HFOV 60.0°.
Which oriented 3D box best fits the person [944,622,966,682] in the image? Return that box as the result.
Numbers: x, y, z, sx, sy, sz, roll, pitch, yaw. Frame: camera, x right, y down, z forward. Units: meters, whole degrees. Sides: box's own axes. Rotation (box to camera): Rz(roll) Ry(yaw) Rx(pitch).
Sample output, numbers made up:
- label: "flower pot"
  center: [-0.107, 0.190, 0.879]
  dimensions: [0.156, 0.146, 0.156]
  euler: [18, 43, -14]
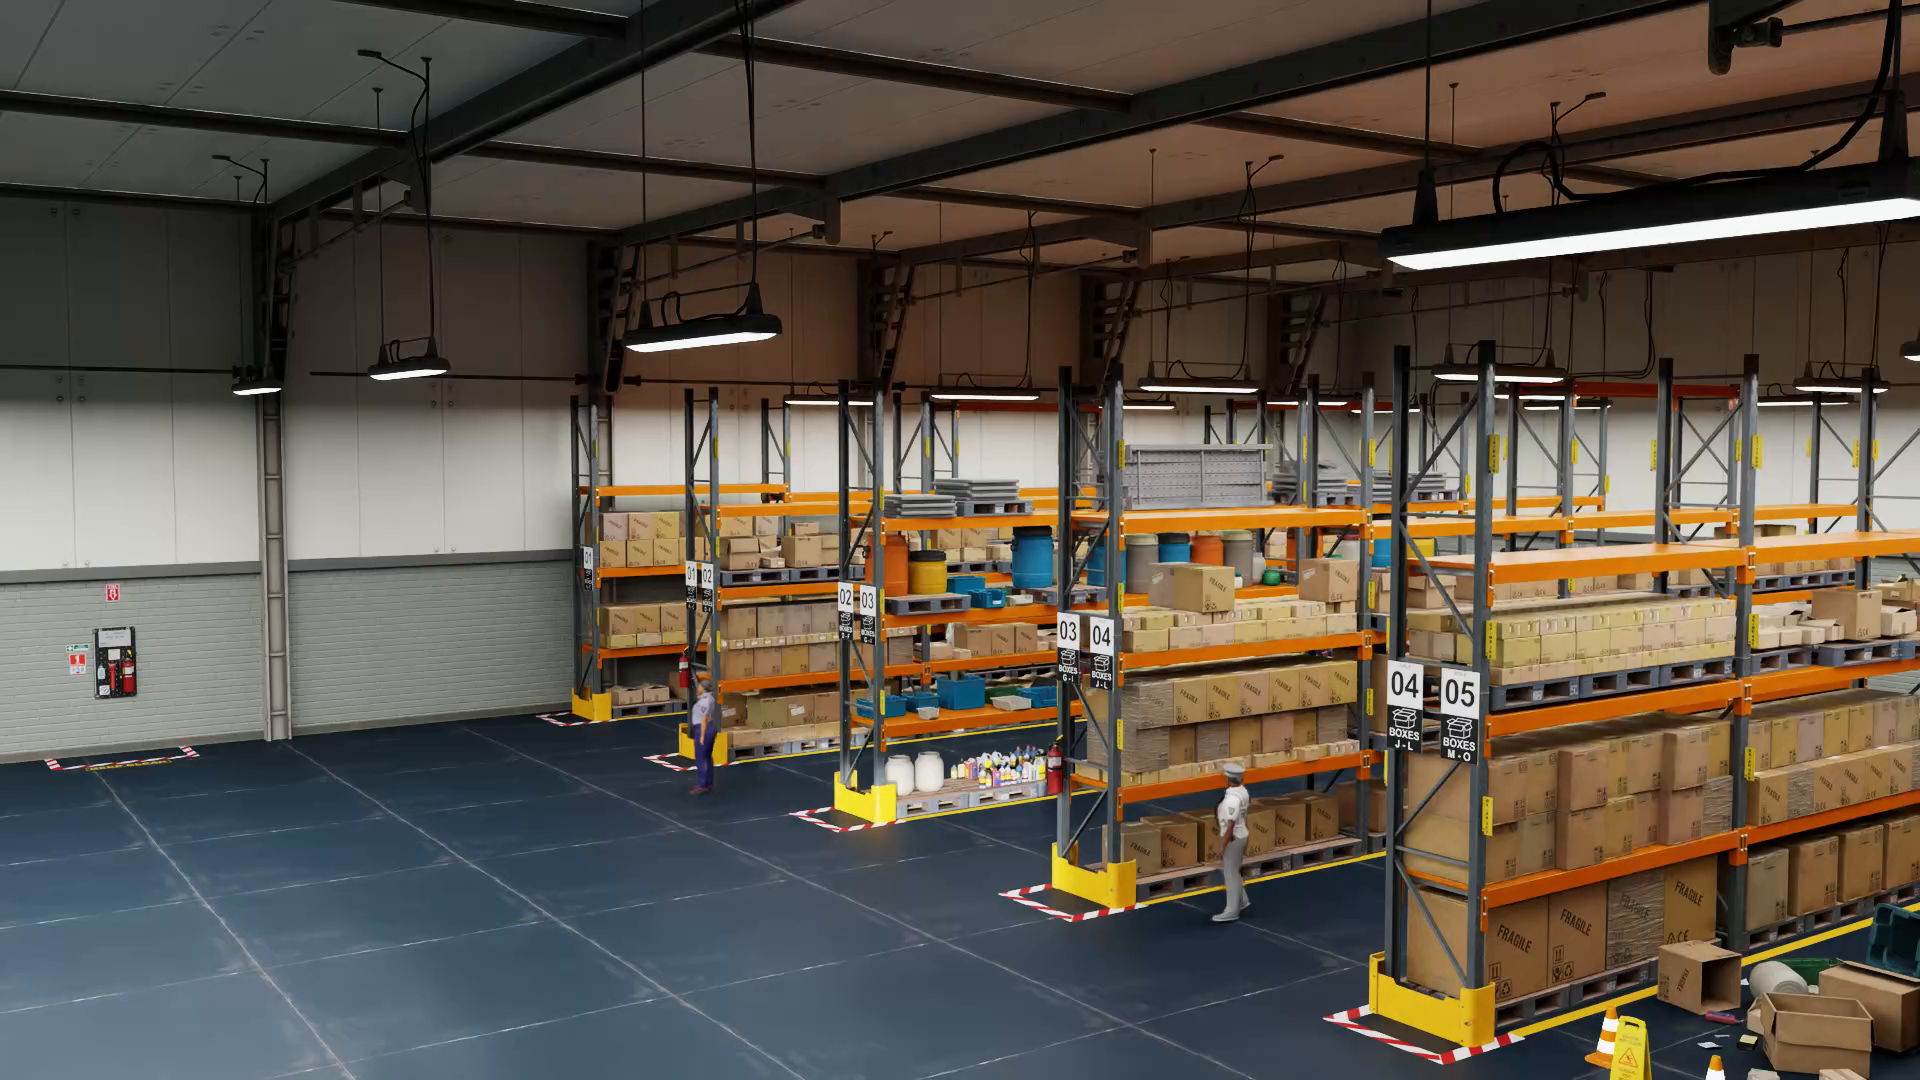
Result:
- label: "person"
  center: [-0.073, 2.170, 32.982]
  dimensions: [0.408, 1.701, 0.525]
  euler: [3, 4, 39]

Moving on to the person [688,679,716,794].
- label: "person"
  center: [-3.789, 2.873, 24.477]
  dimensions: [0.371, 1.667, 0.505]
  euler: [0, 3, 2]

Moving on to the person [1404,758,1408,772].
- label: "person"
  center: [6.572, 2.856, 24.457]
  dimensions: [0.494, 1.677, 0.557]
  euler: [-1, 4, -18]

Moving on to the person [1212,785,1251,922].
- label: "person"
  center: [4.762, 2.952, 23.343]
  dimensions: [1.956, 1.670, 11.816]
  euler: [1, 3, 11]
